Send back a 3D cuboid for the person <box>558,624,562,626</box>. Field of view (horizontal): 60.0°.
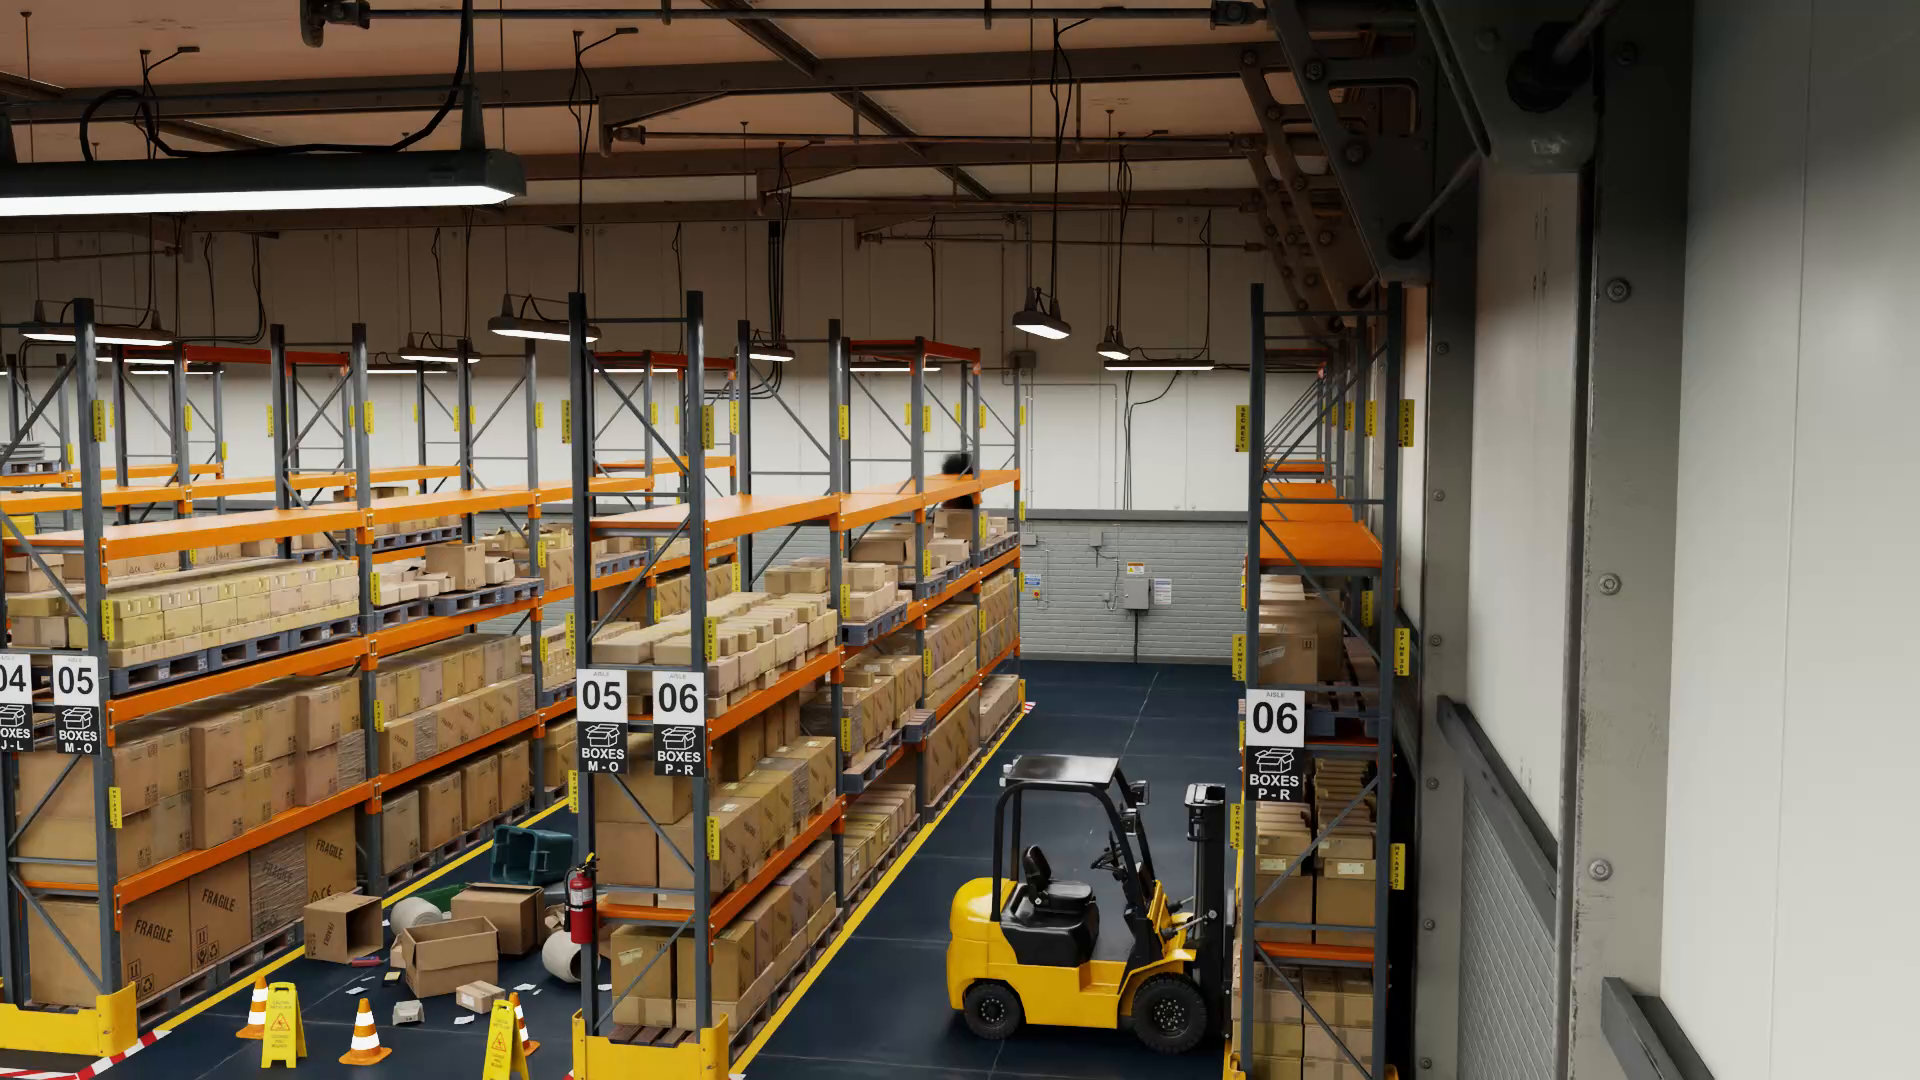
[{"bbox_3d":[-6.424,2.162,27.576,0.722,1.610,0.869,2,5,19],"label":"person"}]
